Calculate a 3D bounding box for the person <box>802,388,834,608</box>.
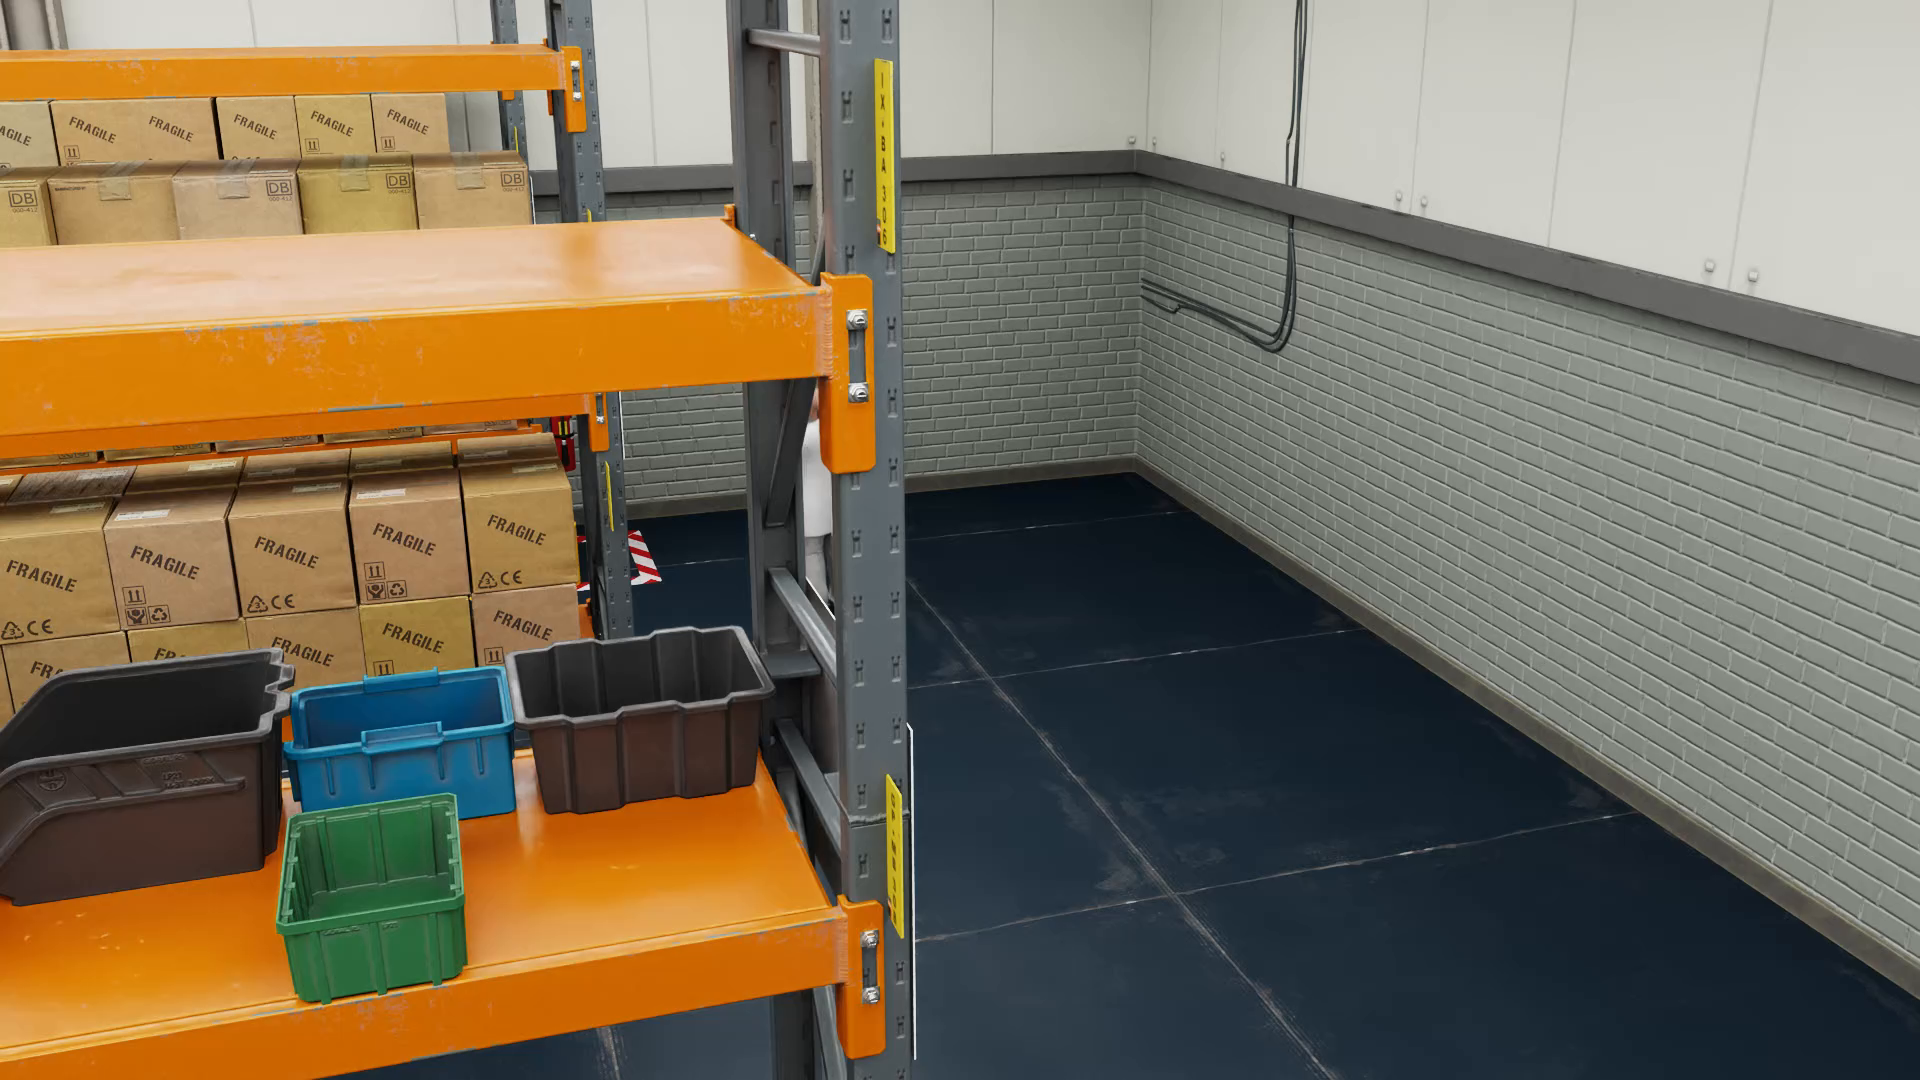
[{"bbox_3d":[-1.072,-0.301,12.449,0.600,1.780,0.510,-14,24,-36],"label":"person"}]
